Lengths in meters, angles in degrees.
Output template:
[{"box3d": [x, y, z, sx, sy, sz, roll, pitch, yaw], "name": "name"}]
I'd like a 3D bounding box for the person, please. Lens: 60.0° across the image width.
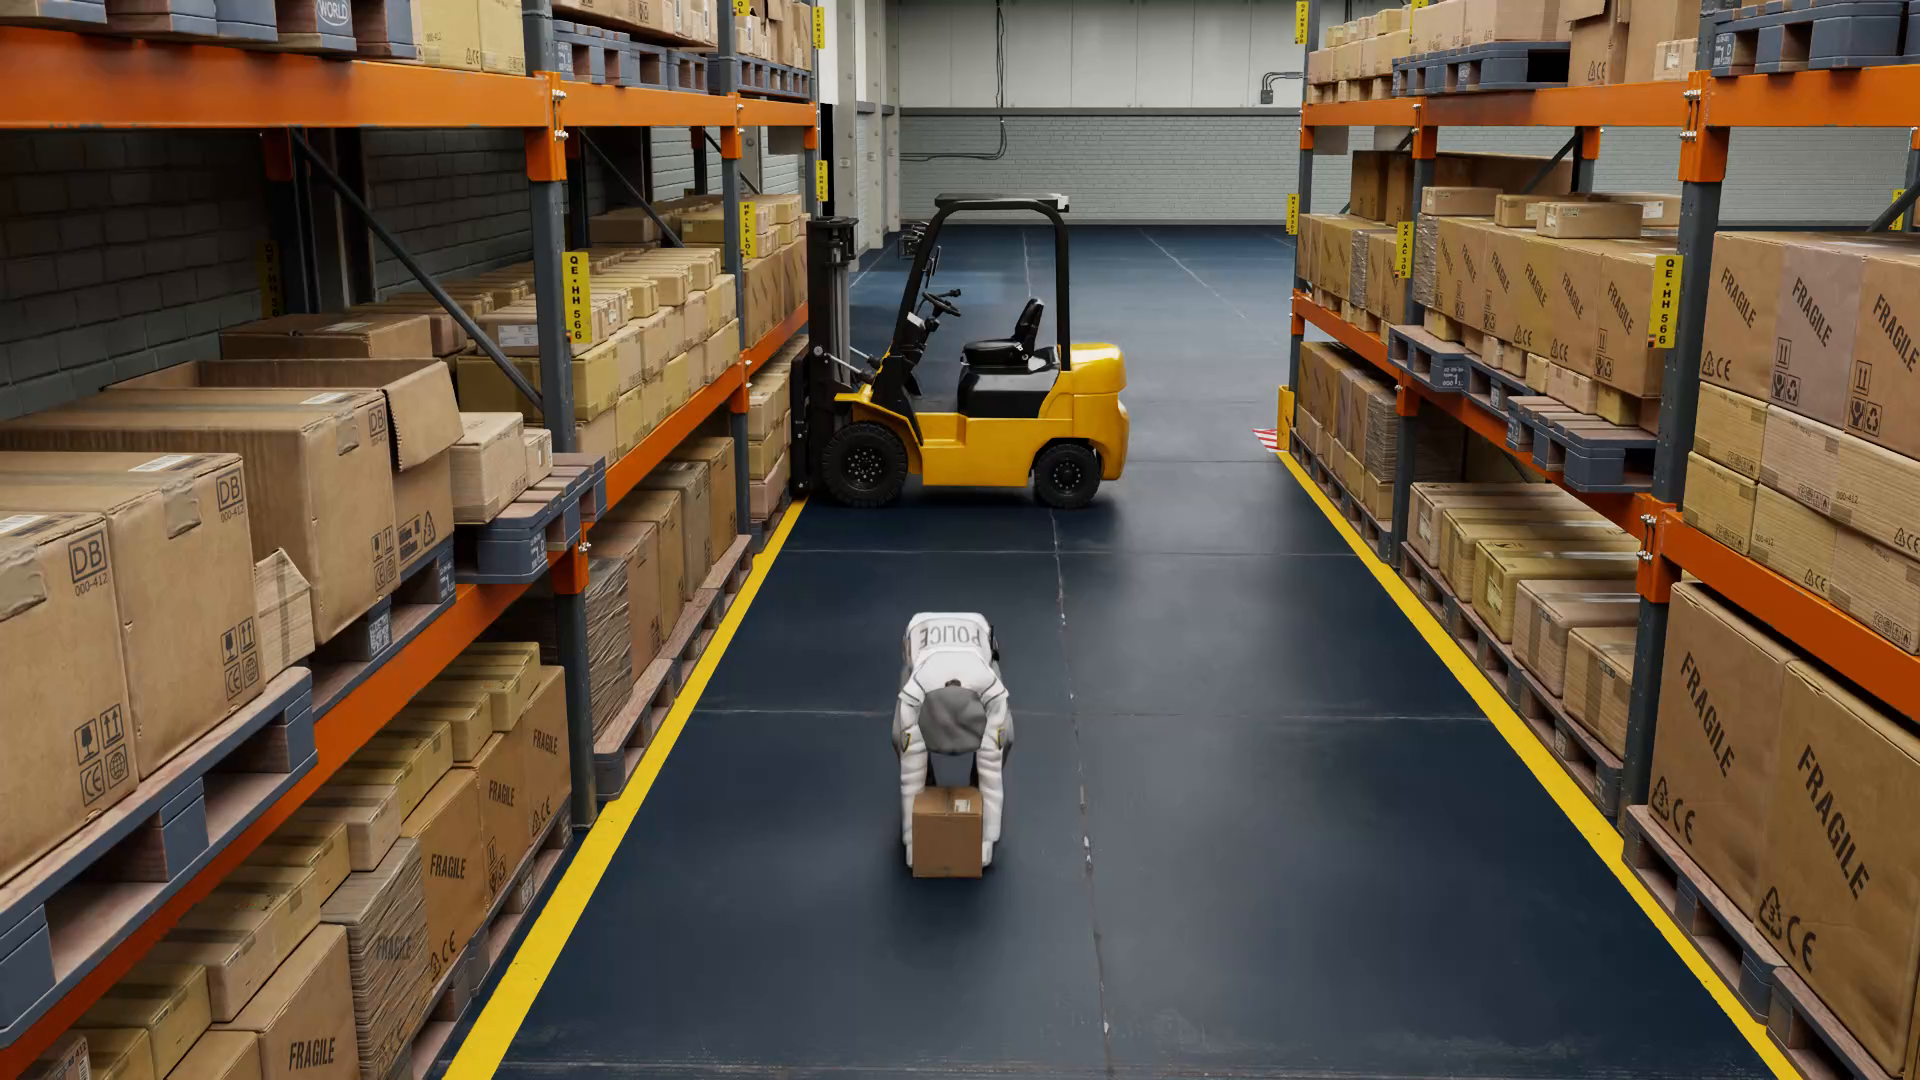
[{"box3d": [-0.027, 0.741, 6.342, 0.469, 0.823, 0.898, 0, 14, -1], "name": "person"}]
